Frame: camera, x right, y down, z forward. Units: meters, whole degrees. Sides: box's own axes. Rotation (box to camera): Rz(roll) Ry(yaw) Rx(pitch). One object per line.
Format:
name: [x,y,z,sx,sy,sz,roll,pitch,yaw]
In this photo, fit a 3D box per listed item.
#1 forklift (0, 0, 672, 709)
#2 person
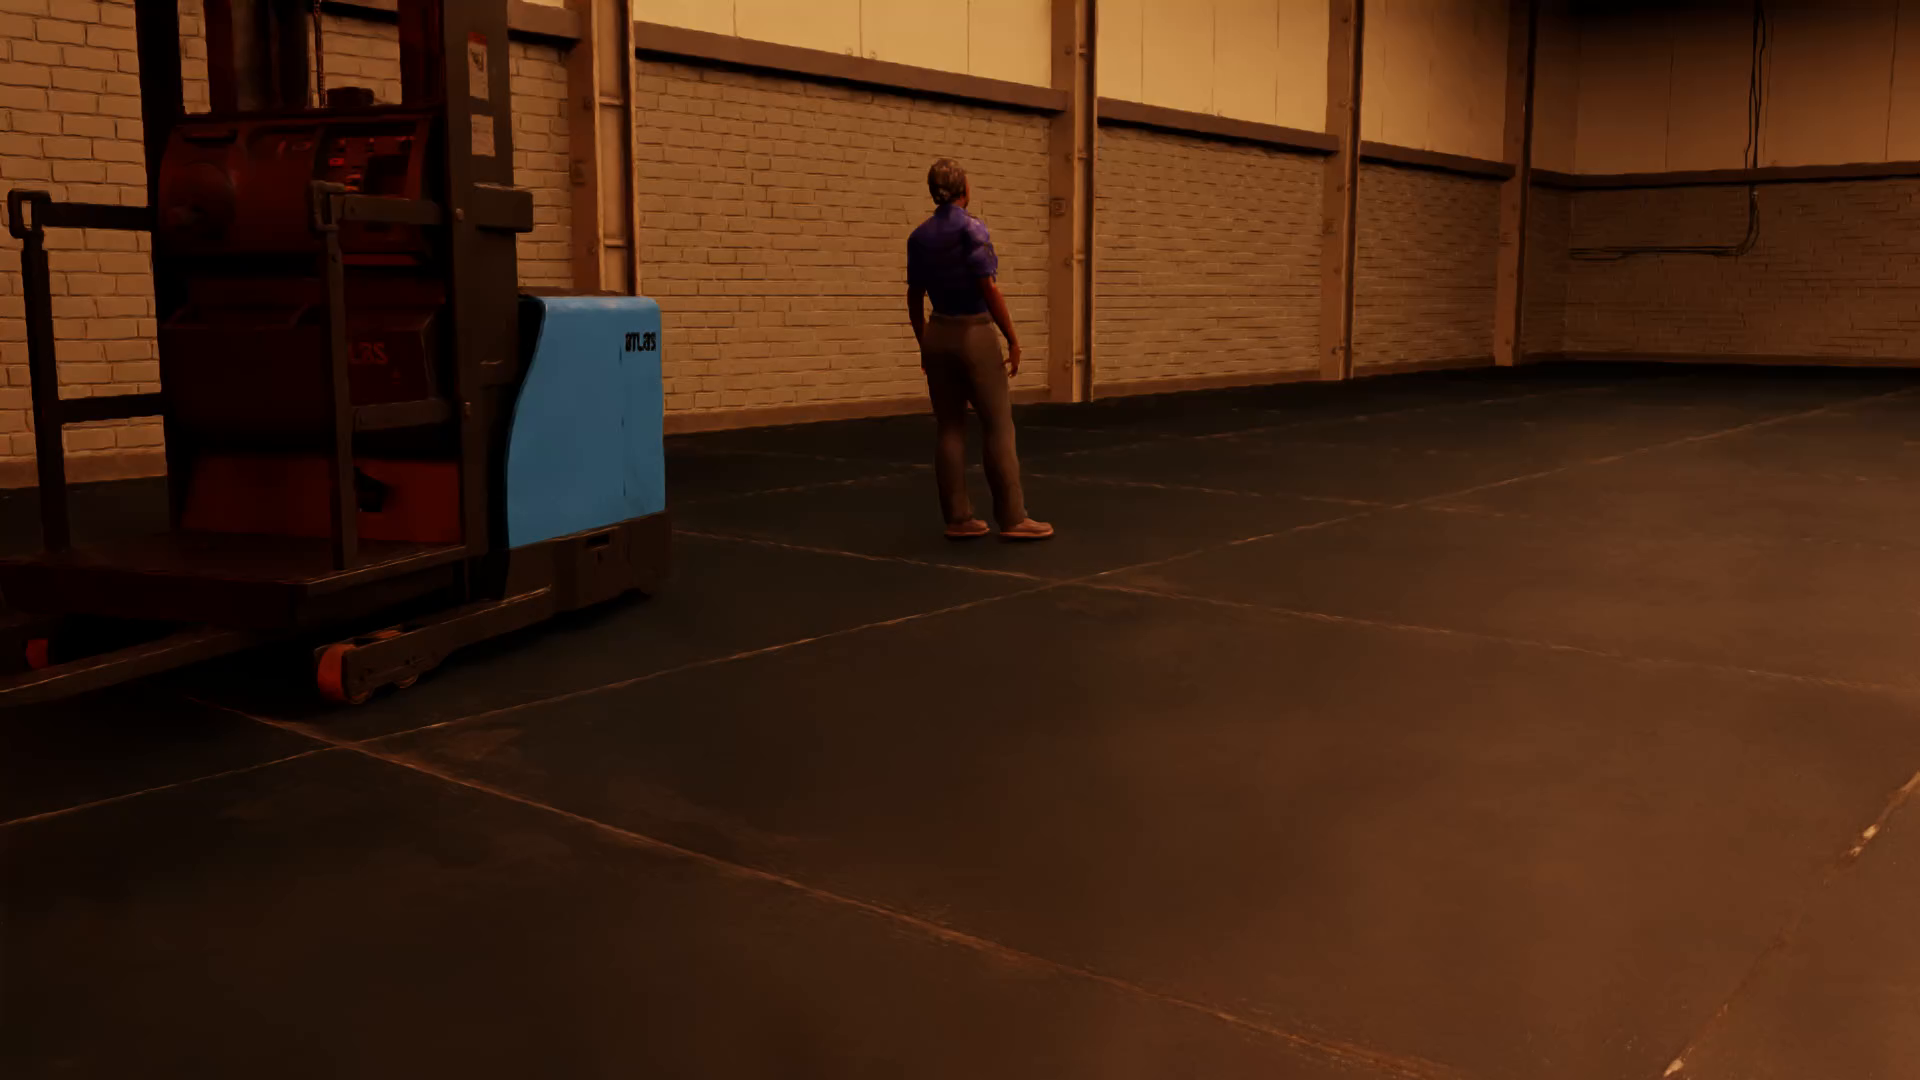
forklift: [-2.006,-1.077,4.644,1.130,2.935,3.031,3,9,19]
person: [0.070,-0.834,7.340,0.570,1.654,0.503,7,11,38]
